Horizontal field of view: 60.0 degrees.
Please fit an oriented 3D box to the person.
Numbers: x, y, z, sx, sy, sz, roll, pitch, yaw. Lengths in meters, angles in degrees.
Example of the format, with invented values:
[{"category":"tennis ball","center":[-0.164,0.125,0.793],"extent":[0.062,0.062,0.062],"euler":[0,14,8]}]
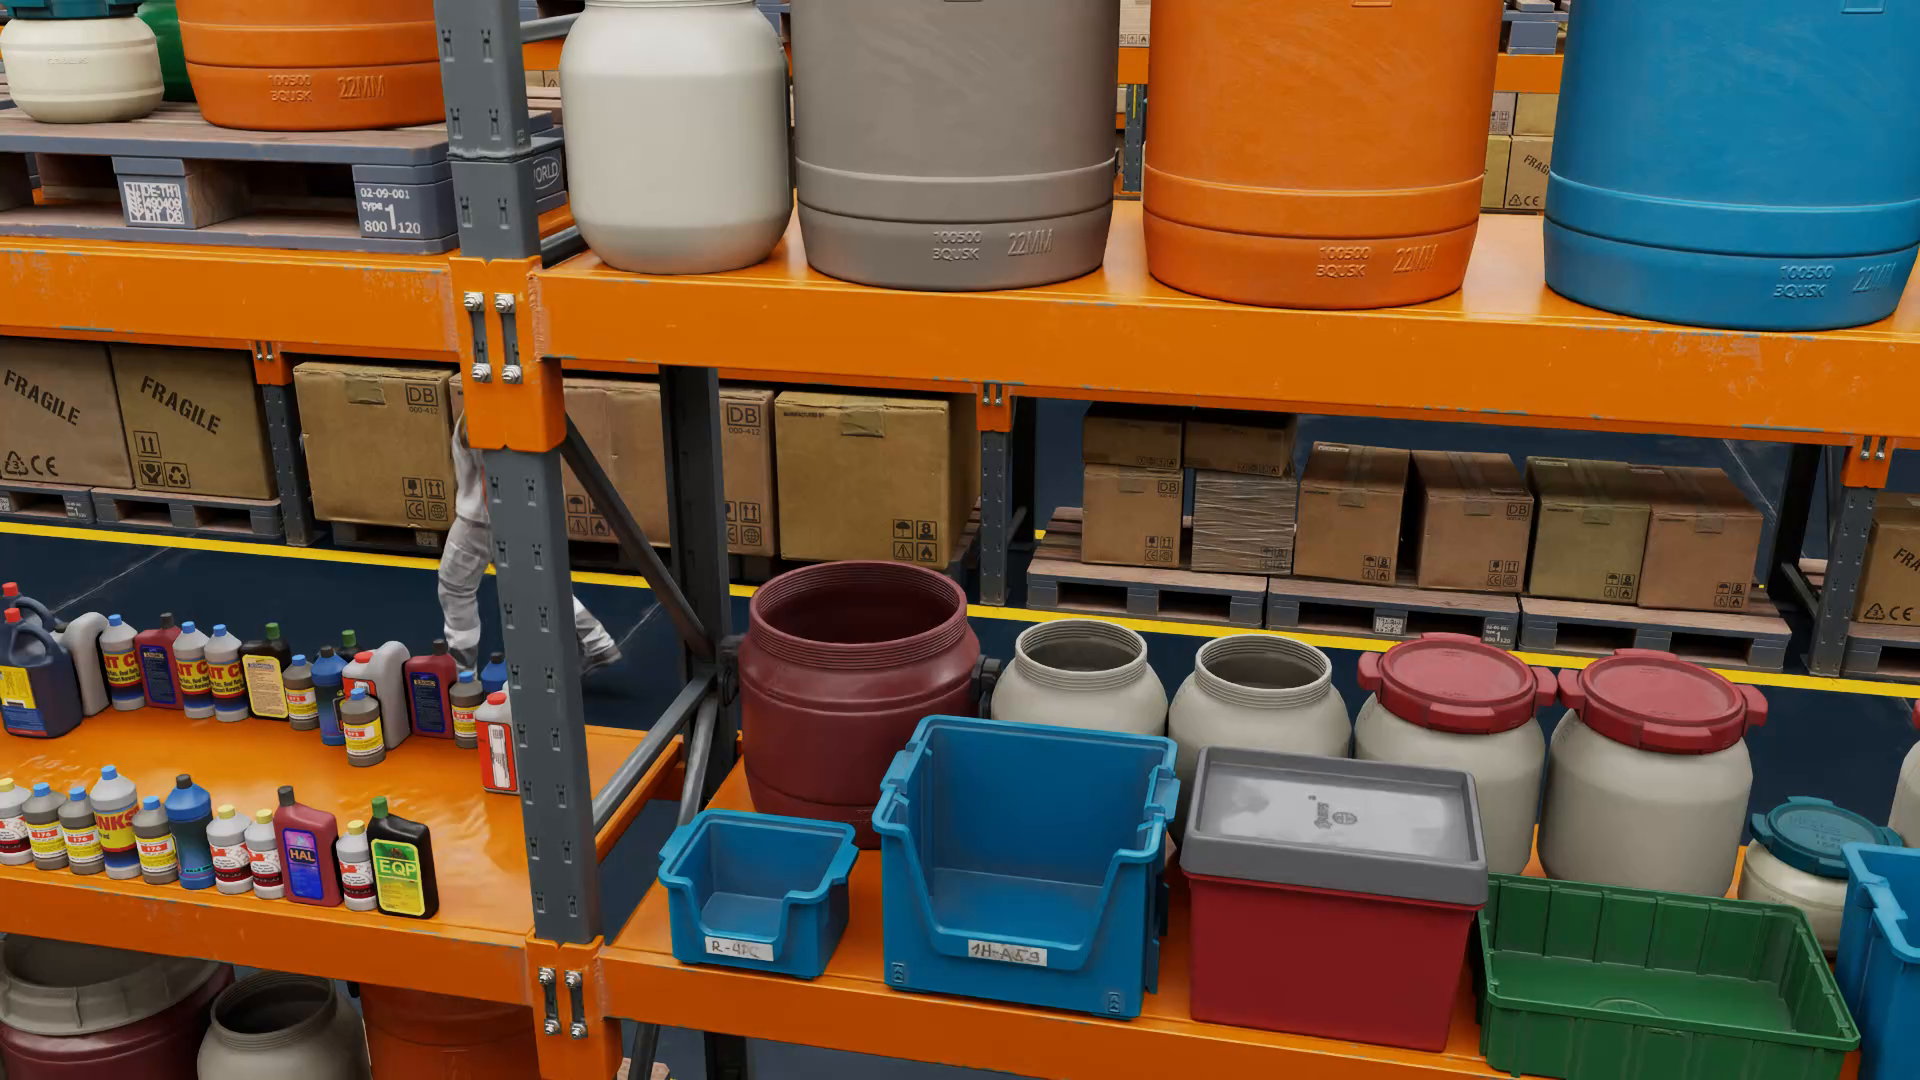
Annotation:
[{"category":"person","center":[-2.028,-0.127,7.372],"extent":[0.965,1.752,0.533],"euler":[6,22,15]}]
